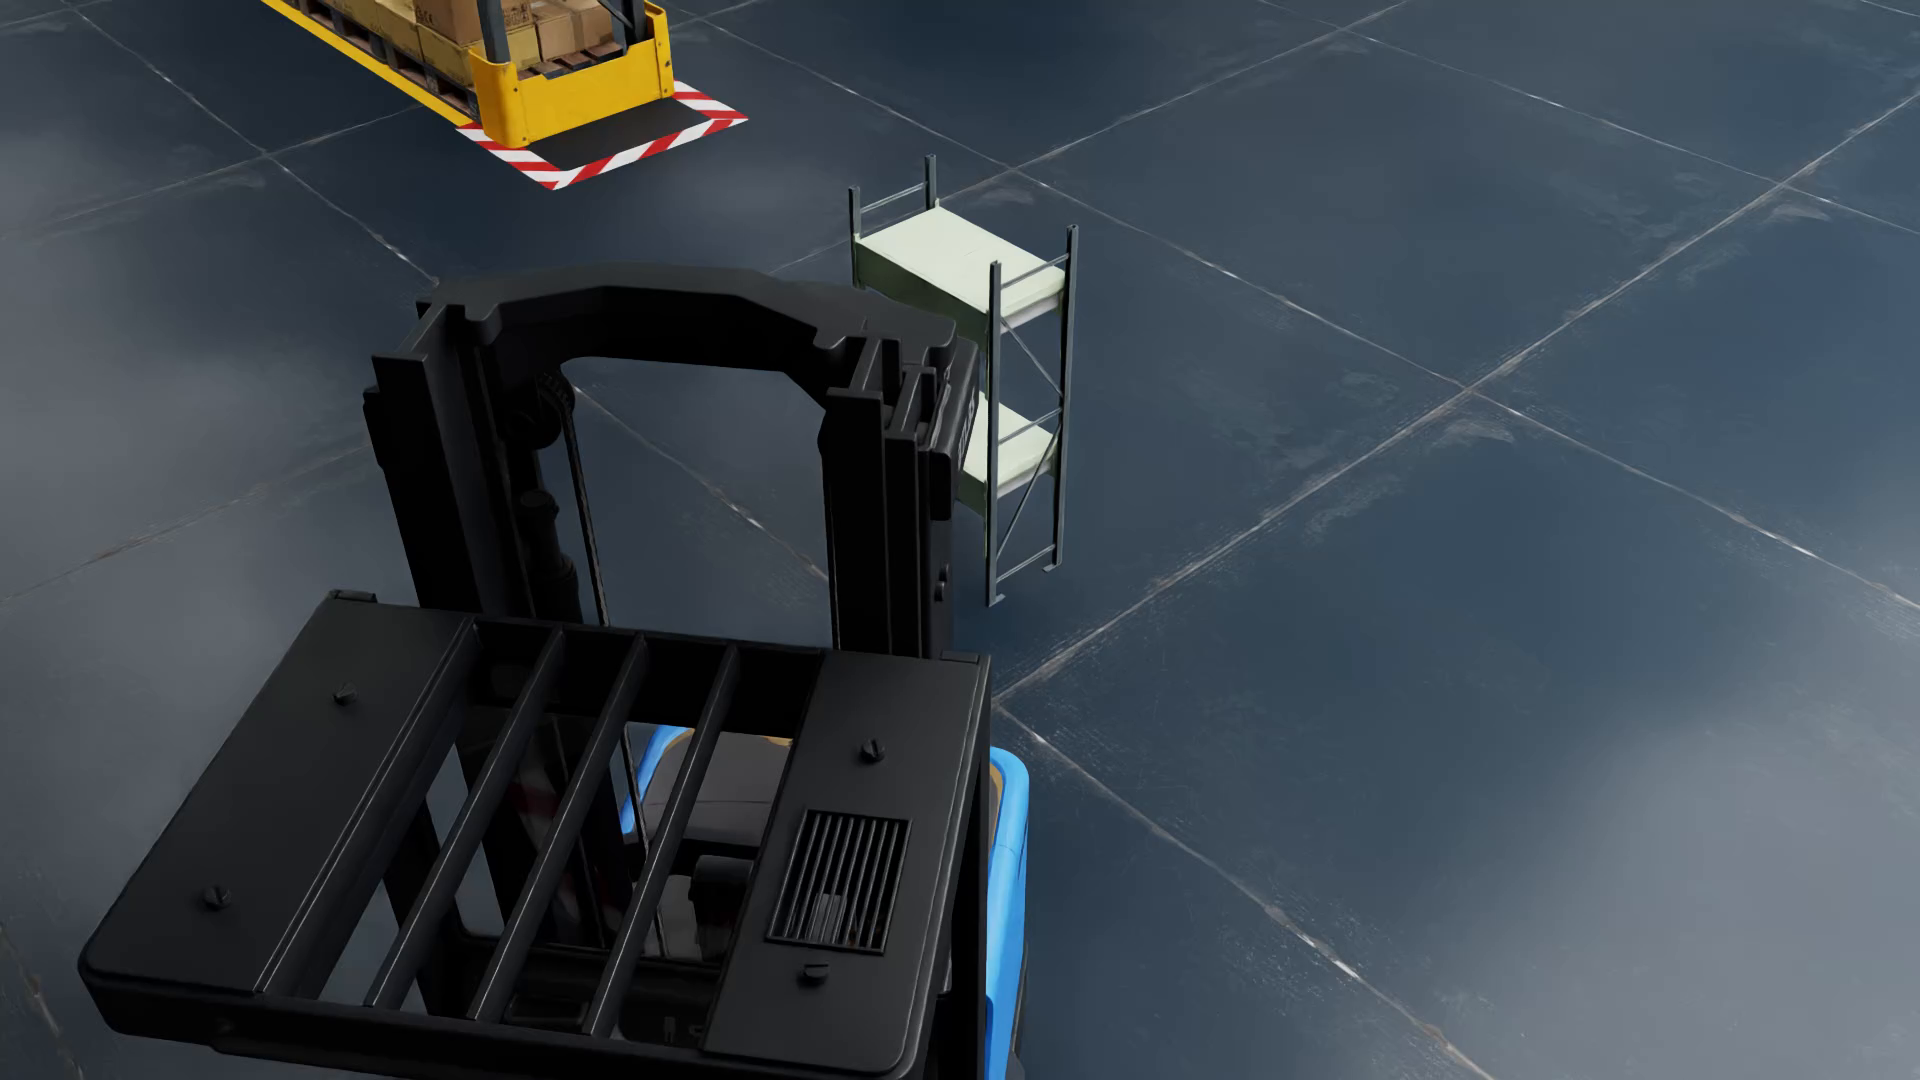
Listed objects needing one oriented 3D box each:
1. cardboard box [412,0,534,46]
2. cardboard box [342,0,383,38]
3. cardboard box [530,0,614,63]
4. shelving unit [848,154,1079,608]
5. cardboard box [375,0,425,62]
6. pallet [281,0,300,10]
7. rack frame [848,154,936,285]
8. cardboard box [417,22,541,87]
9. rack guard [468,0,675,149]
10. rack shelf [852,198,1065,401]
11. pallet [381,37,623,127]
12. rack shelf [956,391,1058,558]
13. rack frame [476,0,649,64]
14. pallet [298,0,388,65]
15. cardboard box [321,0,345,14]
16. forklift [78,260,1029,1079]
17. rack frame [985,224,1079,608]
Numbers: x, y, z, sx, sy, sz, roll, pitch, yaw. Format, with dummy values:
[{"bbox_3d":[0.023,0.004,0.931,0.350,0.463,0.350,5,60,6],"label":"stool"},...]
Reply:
[{"bbox_3d":[-2.854,-3.238,9.629,0.500,0.500,0.500,-30,48,-32],"label":"cardboard box"},{"bbox_3d":[-3.538,-3.404,10.432,0.500,0.250,0.500,-30,48,-32],"label":"cardboard box"},{"bbox_3d":[-2.470,-3.167,10.138,0.500,0.250,0.500,-30,48,-32],"label":"cardboard box"},{"bbox_3d":[0.005,-0.580,6.275,0.431,1.500,0.755,-30,48,-32],"label":"shelving unit"},{"bbox_3d":[-3.199,-3.173,10.146,0.500,0.250,0.500,-30,48,-32],"label":"cardboard box"},{"bbox_3d":[-4.470,-4.111,11.672,1.003,0.211,1.213,-30,48,-32],"label":"pallet"},{"bbox_3d":[-0.243,-0.750,6.485,0.400,1.500,0.023,-30,48,-32],"label":"rack frame"},{"bbox_3d":[-2.852,-2.947,9.866,0.500,0.250,0.500,-30,48,-32],"label":"cardboard box"},{"bbox_3d":[-2.255,-2.747,9.754,1.175,0.500,0.348,-30,48,-32],"label":"rack guard"},{"bbox_3d":[0.005,-0.884,6.030,0.431,0.370,0.720,-30,48,-32],"label":"rack shelf"},{"bbox_3d":[-2.820,-2.982,10.274,1.003,0.211,1.213,-30,48,-32],"label":"pallet"},{"bbox_3d":[0.005,-0.327,6.480,0.431,0.370,0.720,-30,48,-32],"label":"rack shelf"},{"bbox_3d":[-2.272,-3.731,8.982,1.000,3.000,0.127,-30,48,-32],"label":"rack frame"},{"bbox_3d":[-3.641,-3.546,10.973,1.003,0.211,1.213,-30,48,-32],"label":"pallet"},{"bbox_3d":[-3.875,-3.636,10.719,0.500,0.250,0.500,-30,48,-32],"label":"cardboard box"},{"bbox_3d":[-0.531,1.116,3.035,1.130,2.935,3.031,5,39,7],"label":"forklift"},{"bbox_3d":[0.252,-0.411,6.065,0.400,1.500,0.023,-30,48,-32],"label":"rack frame"}]
